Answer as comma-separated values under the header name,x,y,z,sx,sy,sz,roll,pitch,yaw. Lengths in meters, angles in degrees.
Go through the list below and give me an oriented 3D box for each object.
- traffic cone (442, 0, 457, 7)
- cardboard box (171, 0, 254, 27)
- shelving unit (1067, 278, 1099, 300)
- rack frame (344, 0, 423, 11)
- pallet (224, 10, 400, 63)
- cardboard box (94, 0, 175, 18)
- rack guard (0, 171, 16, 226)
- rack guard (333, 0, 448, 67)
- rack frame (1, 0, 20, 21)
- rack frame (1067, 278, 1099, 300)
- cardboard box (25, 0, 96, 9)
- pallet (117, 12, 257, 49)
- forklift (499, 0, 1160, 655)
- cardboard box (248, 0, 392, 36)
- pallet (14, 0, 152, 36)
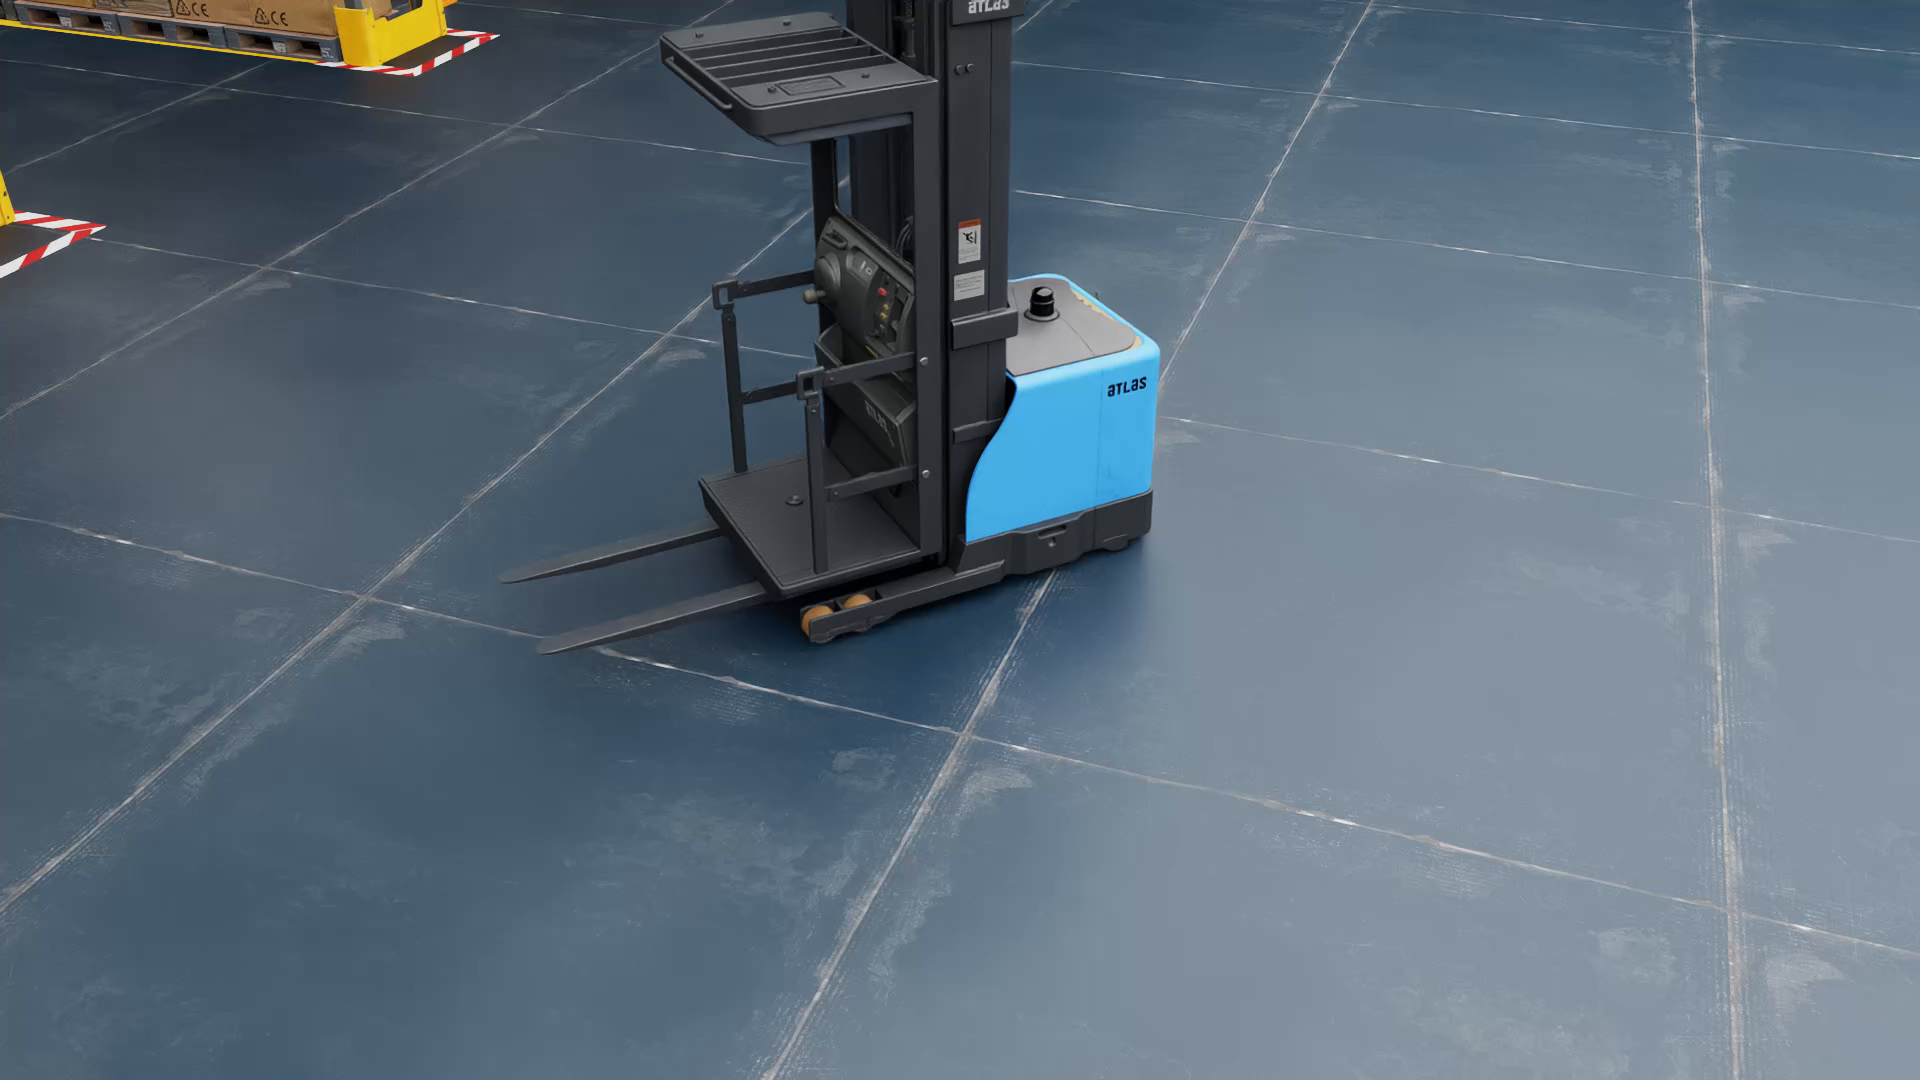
name,x,y,z,sx,sy,sz,roll,pitch,yaw
traffic cone,-5.197,-5.529,16.387,0.334,0.463,0.336,11,34,16
cardboard box,-6.666,-5.306,15.275,0.875,0.875,0.875,10,34,16
shelving unit,0.558,-0.911,8.832,0.210,0.900,0.258,-25,40,-33
rack frame,-5.176,-5.772,14.425,0.127,3.000,1.000,11,34,16
pallet,-5.955,-4.707,15.346,1.213,0.211,1.003,11,34,16
cardboard box,-7.523,-5.474,15.535,0.875,0.875,0.875,11,35,17
rack guard,-7.016,-2.222,11.230,0.348,0.500,1.175,11,34,16
rack guard,-5.153,-4.718,15.096,0.348,0.500,1.175,11,34,16
rack frame,-8.941,-6.504,15.559,0.127,3.000,1.000,11,34,16
rack frame,0.635,-0.947,8.887,0.006,0.900,0.240,-25,40,-33
cardboard box,-8.373,-5.637,15.787,0.875,0.875,0.875,12,35,17
pallet,-7.100,-4.931,15.693,1.213,0.211,1.003,11,34,16
forklift,-0.606,-1.093,7.240,3.031,2.935,1.130,-16,36,-23
cardboard box,-5.837,-5.146,15.027,0.875,0.875,0.875,11,35,17
pallet,-8.252,-5.154,16.038,1.213,0.211,1.003,11,34,16
